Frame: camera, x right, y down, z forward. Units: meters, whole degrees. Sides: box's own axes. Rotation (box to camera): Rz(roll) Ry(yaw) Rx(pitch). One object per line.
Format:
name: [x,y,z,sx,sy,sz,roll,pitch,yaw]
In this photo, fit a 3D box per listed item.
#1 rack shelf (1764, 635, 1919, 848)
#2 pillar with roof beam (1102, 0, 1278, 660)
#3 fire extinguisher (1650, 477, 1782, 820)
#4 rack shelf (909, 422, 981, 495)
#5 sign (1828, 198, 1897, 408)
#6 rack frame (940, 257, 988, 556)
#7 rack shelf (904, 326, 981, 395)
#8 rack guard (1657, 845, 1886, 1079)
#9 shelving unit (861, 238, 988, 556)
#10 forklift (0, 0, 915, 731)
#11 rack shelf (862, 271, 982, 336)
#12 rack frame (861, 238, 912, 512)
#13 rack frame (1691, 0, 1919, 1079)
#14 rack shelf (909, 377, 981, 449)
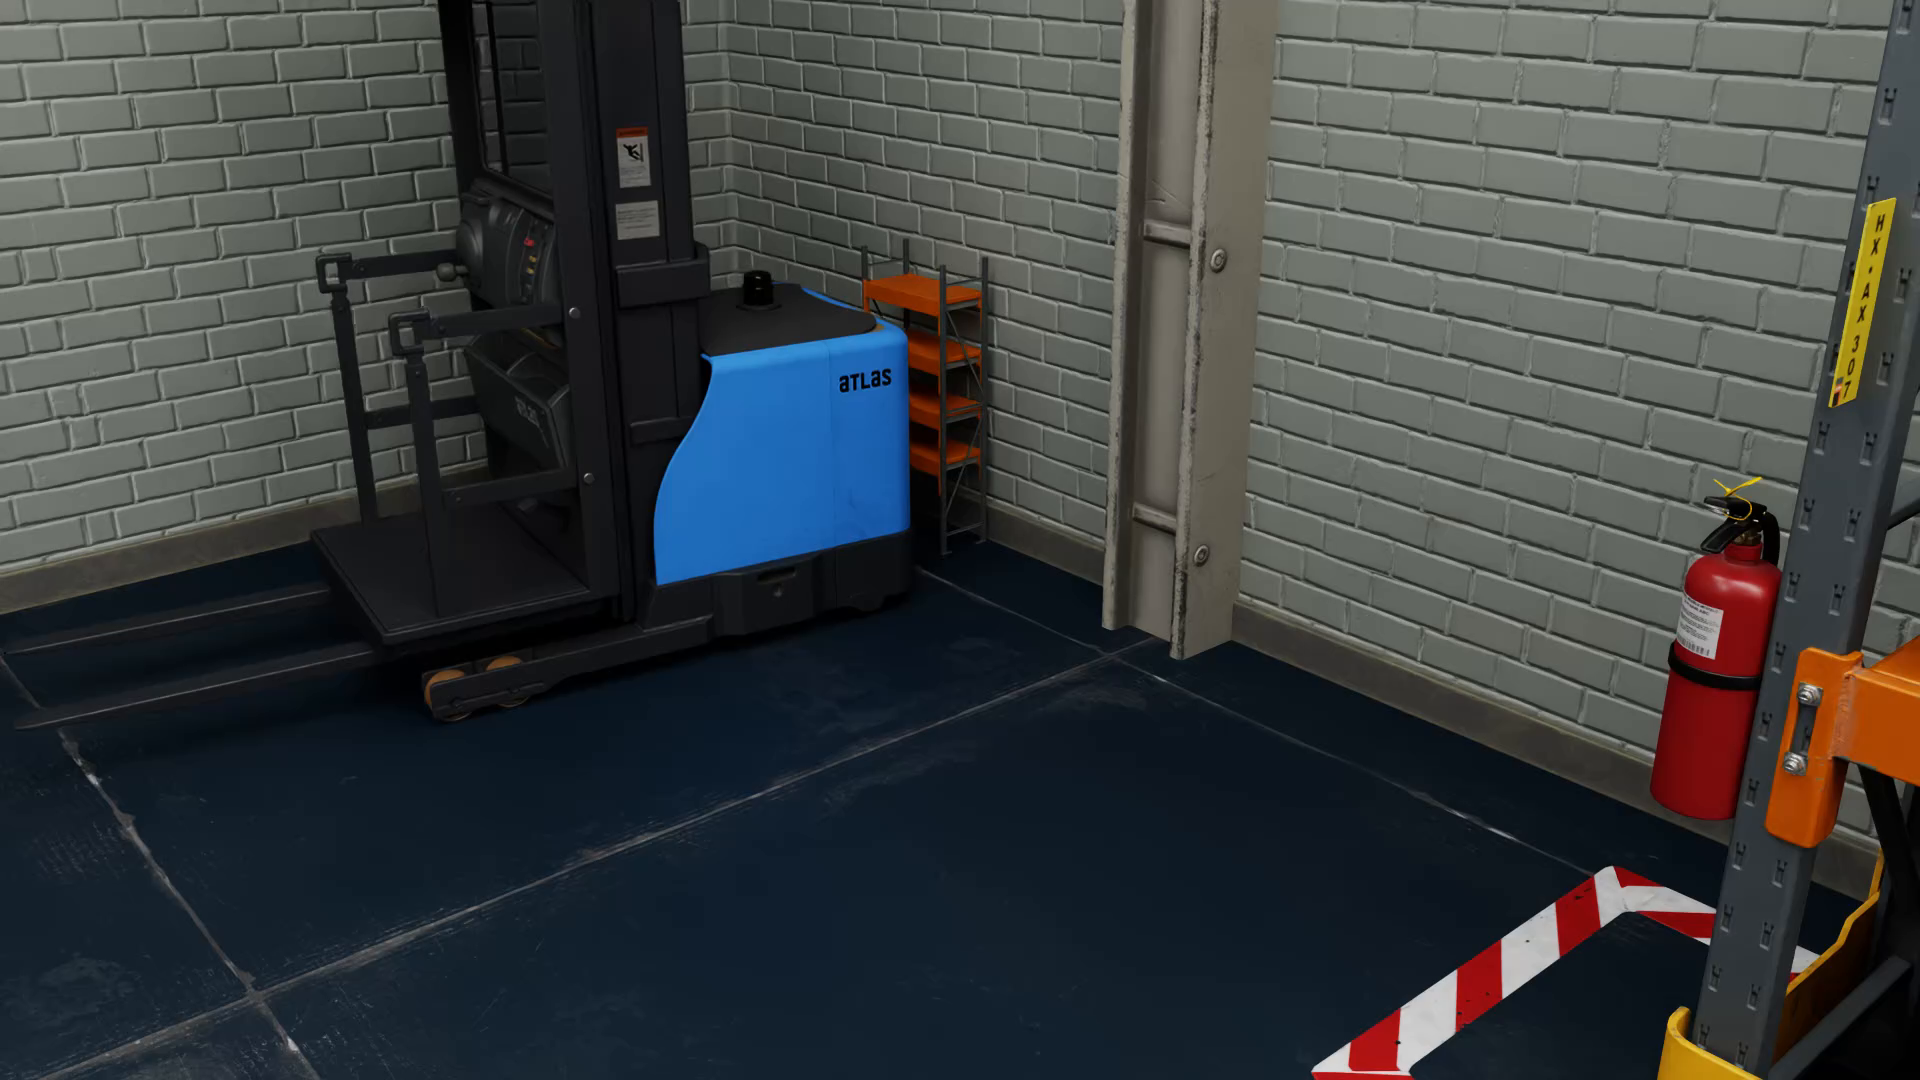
rack shelf: [3.150,0.787,1.848,1.077,0.370,4.000,-17,27,-37]
pillar with roof beam: [-2.494,-2.829,1.867,9.100,9.000,0.400,-17,27,-37]
fire extinguisher: [1.398,0.178,3.033,0.296,0.674,0.183,-17,27,-37]
rack shelf: [-0.146,-0.345,6.947,0.258,0.148,0.480,-18,27,-38]
sign: [1.434,-0.375,2.640,0.100,0.325,0.005,-17,27,-37]
rack frame: [0.015,-0.525,6.679,0.240,1.200,0.015,-18,27,-38]
rack shelf: [-0.146,-0.738,6.793,0.258,0.148,0.480,-18,27,-38]
rack guard: [1.894,1.084,3.530,1.175,0.500,0.348,-17,27,-37]
shelving unit: [-0.146,-0.592,6.850,0.258,1.200,0.503,-18,27,-38]
forklift: [-1.695,-0.989,5.489,3.031,2.935,1.130,-13,25,-29]
rack shelf: [-0.145,-0.958,6.707,0.258,0.148,0.480,-18,27,-38]
rack frame: [-0.307,-0.659,7.021,0.240,1.200,0.015,-18,27,-38]
rack frame: [1.845,-0.101,3.128,1.000,3.000,0.127,-17,27,-37]
rack shelf: [-0.146,-0.530,6.875,0.258,0.148,0.480,-18,27,-38]
